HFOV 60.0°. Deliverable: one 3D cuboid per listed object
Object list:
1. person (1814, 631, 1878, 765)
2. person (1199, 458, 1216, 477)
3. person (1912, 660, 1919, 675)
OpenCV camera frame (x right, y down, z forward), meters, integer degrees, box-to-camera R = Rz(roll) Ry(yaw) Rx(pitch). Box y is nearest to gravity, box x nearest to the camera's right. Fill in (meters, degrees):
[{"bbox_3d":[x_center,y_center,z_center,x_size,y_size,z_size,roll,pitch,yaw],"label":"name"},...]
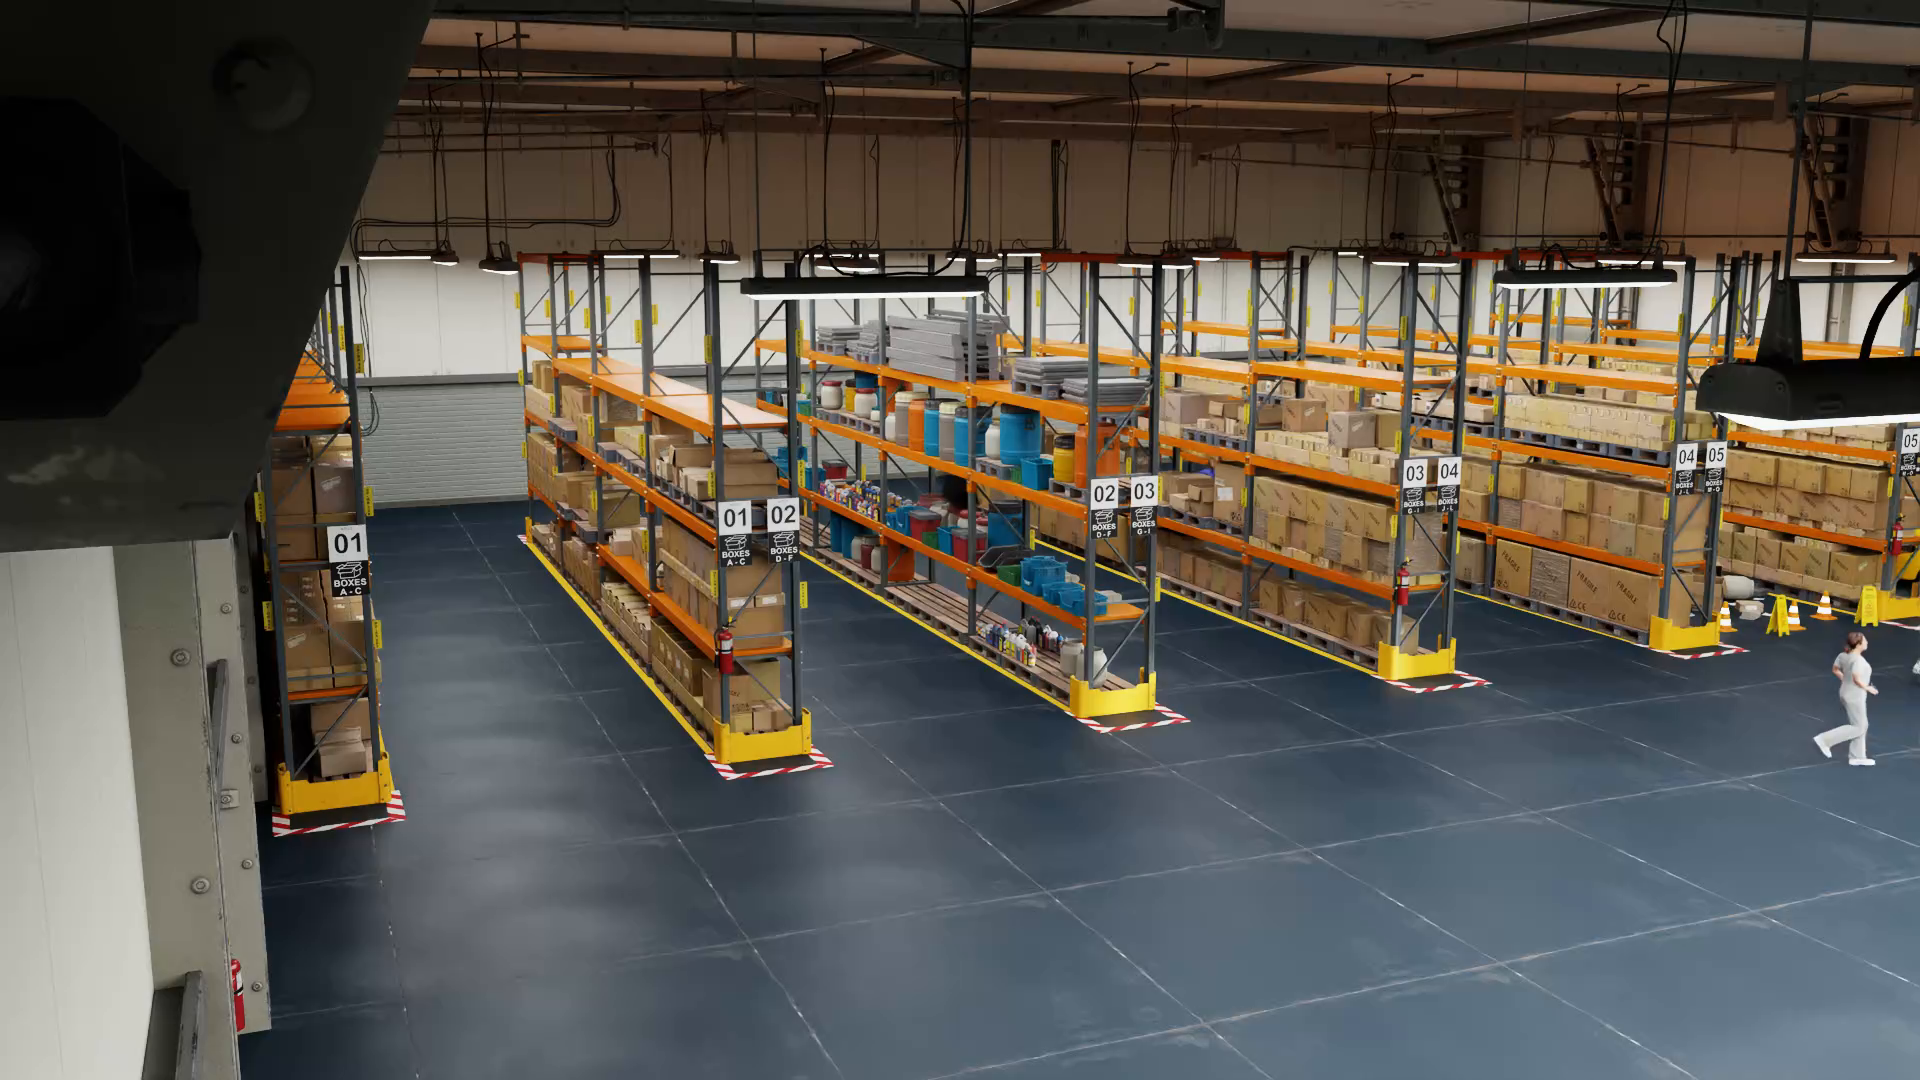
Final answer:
[{"bbox_3d":[10.699,1.905,20.042,0.752,1.643,0.563,1,10,3],"label":"person"},{"bbox_3d":[5.402,-0.964,35.865,0.584,1.612,0.532,-5,12,-27],"label":"person"},{"bbox_3d":[14.042,1.194,23.549,0.866,1.833,0.624,4,11,22],"label":"person"}]
